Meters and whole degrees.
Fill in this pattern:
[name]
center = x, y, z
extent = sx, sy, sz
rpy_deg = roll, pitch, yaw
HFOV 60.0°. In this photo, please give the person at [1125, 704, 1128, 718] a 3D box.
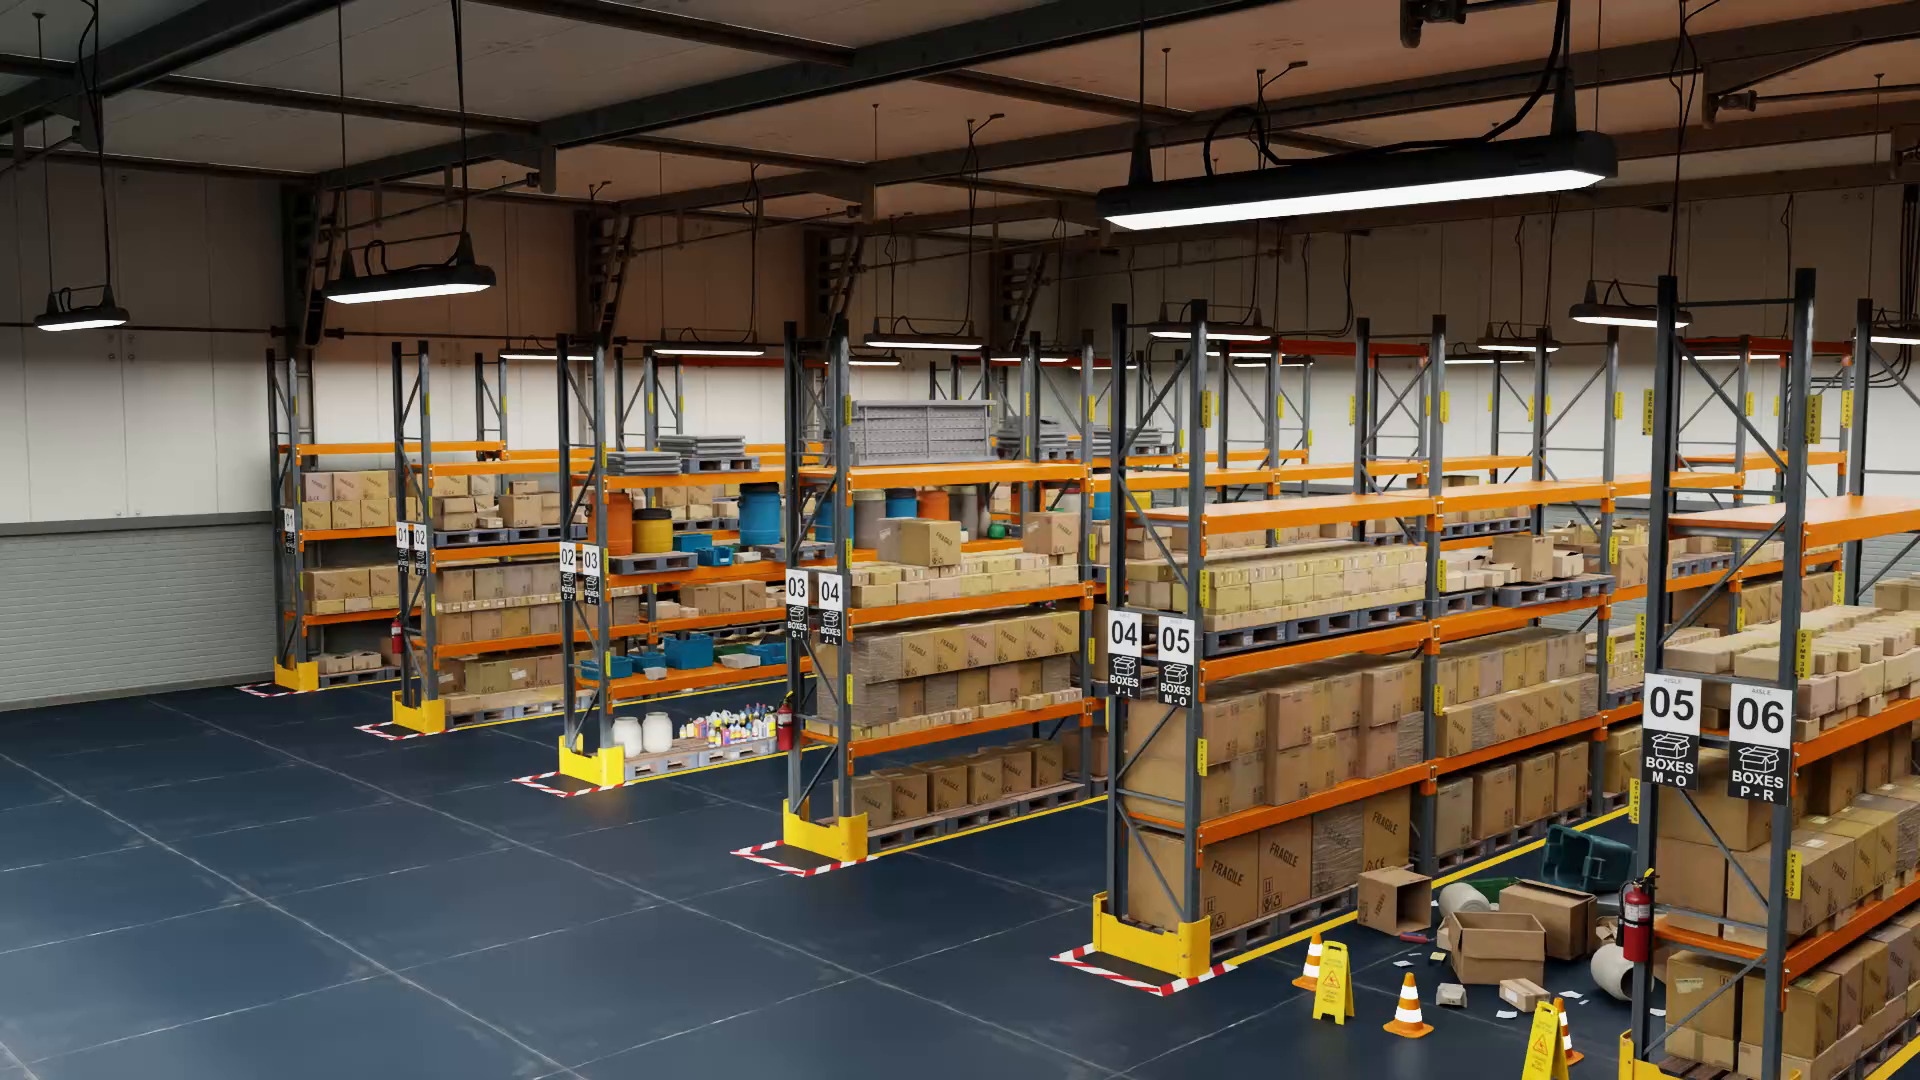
[person]
center = 2.421, 2.200, 25.210
extent = 0.550, 1.704, 0.520
rpy_deg = 0, 5, 3
